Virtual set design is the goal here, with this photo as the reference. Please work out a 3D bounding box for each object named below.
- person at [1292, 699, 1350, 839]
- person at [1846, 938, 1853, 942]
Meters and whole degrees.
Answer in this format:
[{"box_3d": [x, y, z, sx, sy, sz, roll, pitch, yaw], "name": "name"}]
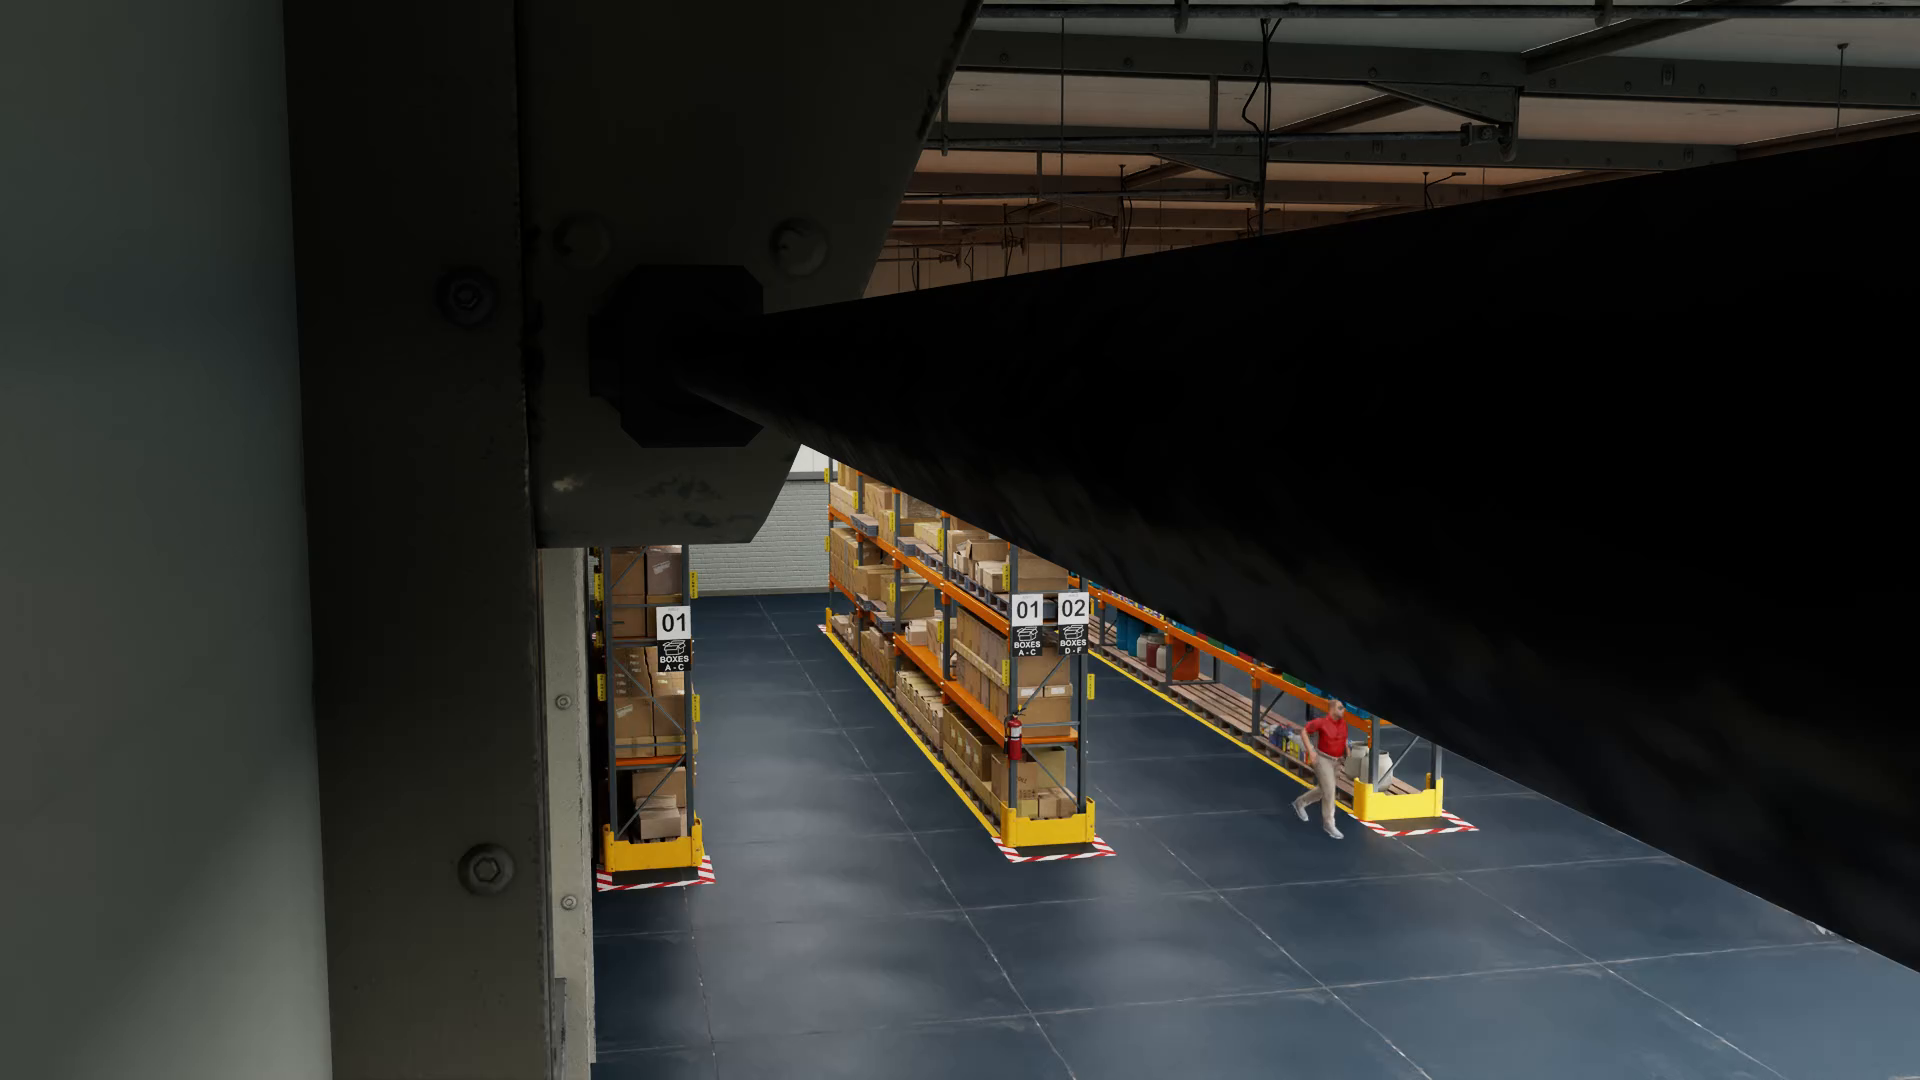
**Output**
[{"box_3d": [4.788, 2.921, 21.705, 0.693, 1.717, 0.961, -5, 9, -38], "name": "person"}, {"box_3d": [9.516, 3.450, 17.507, 0.559, 1.622, 0.576, 2, 7, 13], "name": "person"}]
